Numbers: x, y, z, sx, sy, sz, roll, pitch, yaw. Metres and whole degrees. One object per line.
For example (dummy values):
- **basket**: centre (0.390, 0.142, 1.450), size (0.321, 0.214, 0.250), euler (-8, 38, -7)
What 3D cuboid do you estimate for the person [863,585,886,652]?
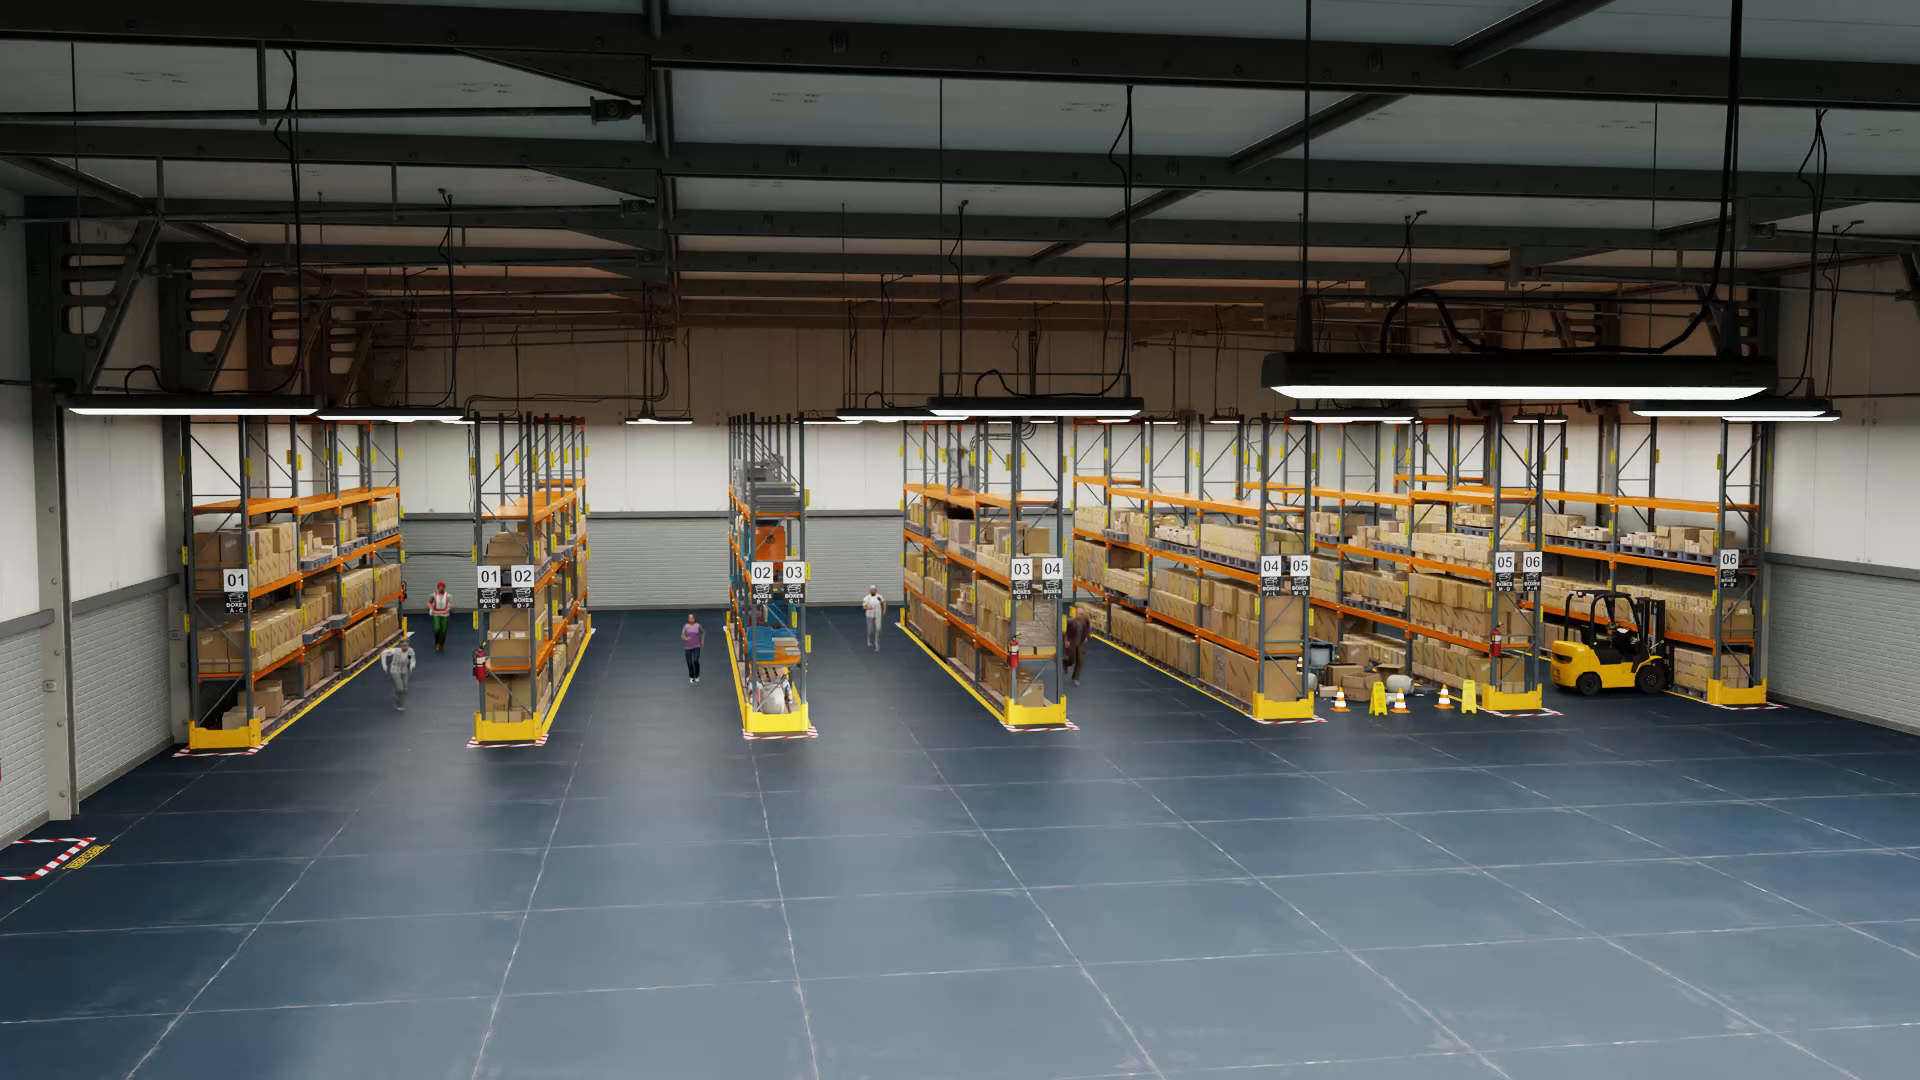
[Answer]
- **person**: centre (-2.202, 2.011, 42.730), size (0.607, 1.705, 0.802), euler (0, 4, -5)

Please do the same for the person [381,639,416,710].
- **person**: centre (-11.273, 2.705, 33.416), size (0.645, 1.497, 0.821), euler (-3, 5, -38)

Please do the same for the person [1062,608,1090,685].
- **person**: centre (2.541, 2.360, 37.254), size (0.713, 1.736, 0.912), euler (-2, 4, -25)

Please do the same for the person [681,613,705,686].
- **person**: centre (-5.913, 2.420, 36.812), size (0.507, 1.604, 0.667), euler (0, 4, -3)

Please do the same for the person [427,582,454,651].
- **person**: centre (-13.238, 1.953, 42.415), size (0.634, 1.773, 0.674), euler (-1, 4, -21)
